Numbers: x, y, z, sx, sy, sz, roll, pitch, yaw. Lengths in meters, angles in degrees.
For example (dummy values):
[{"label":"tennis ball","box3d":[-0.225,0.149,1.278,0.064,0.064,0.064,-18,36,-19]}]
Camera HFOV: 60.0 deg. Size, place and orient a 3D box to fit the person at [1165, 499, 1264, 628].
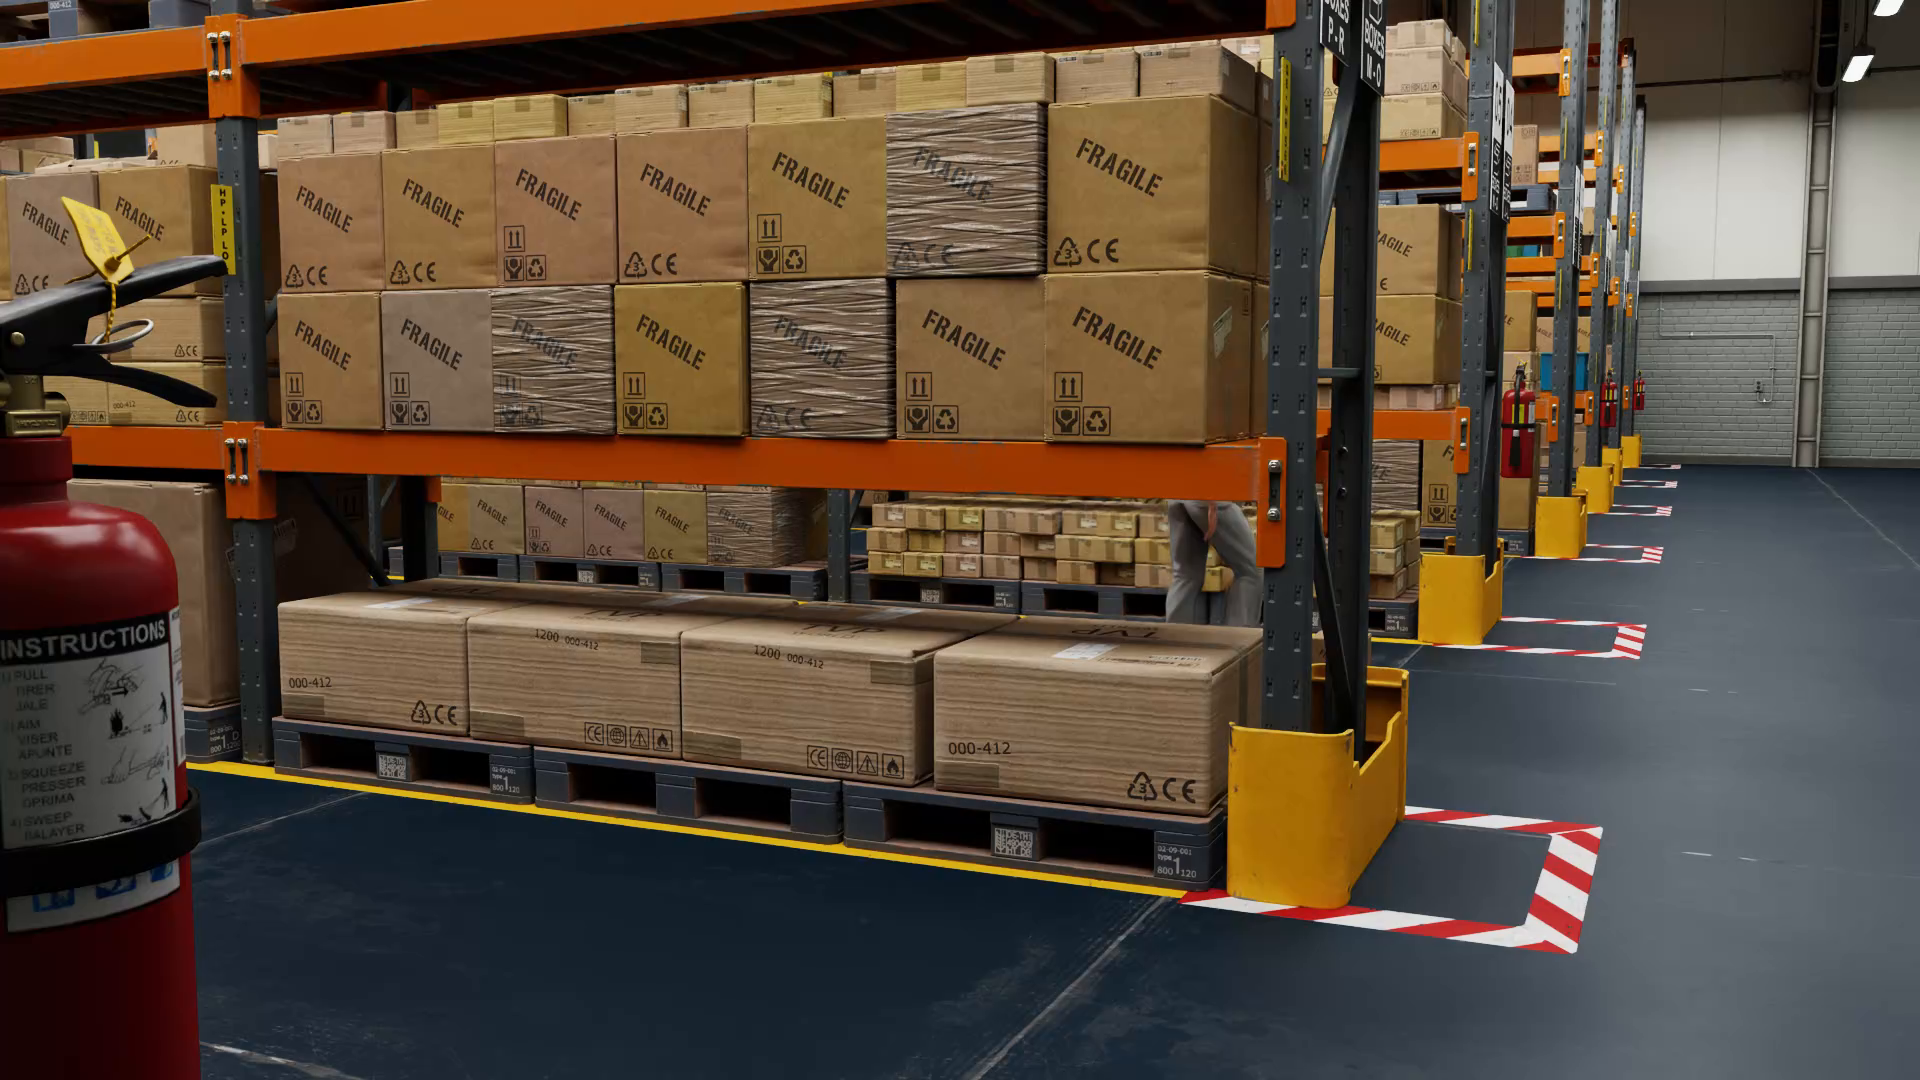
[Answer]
[{"label":"person","box3d":[1.213,-0.113,8.083,0.521,1.735,0.458,-3,6,-29]}]
